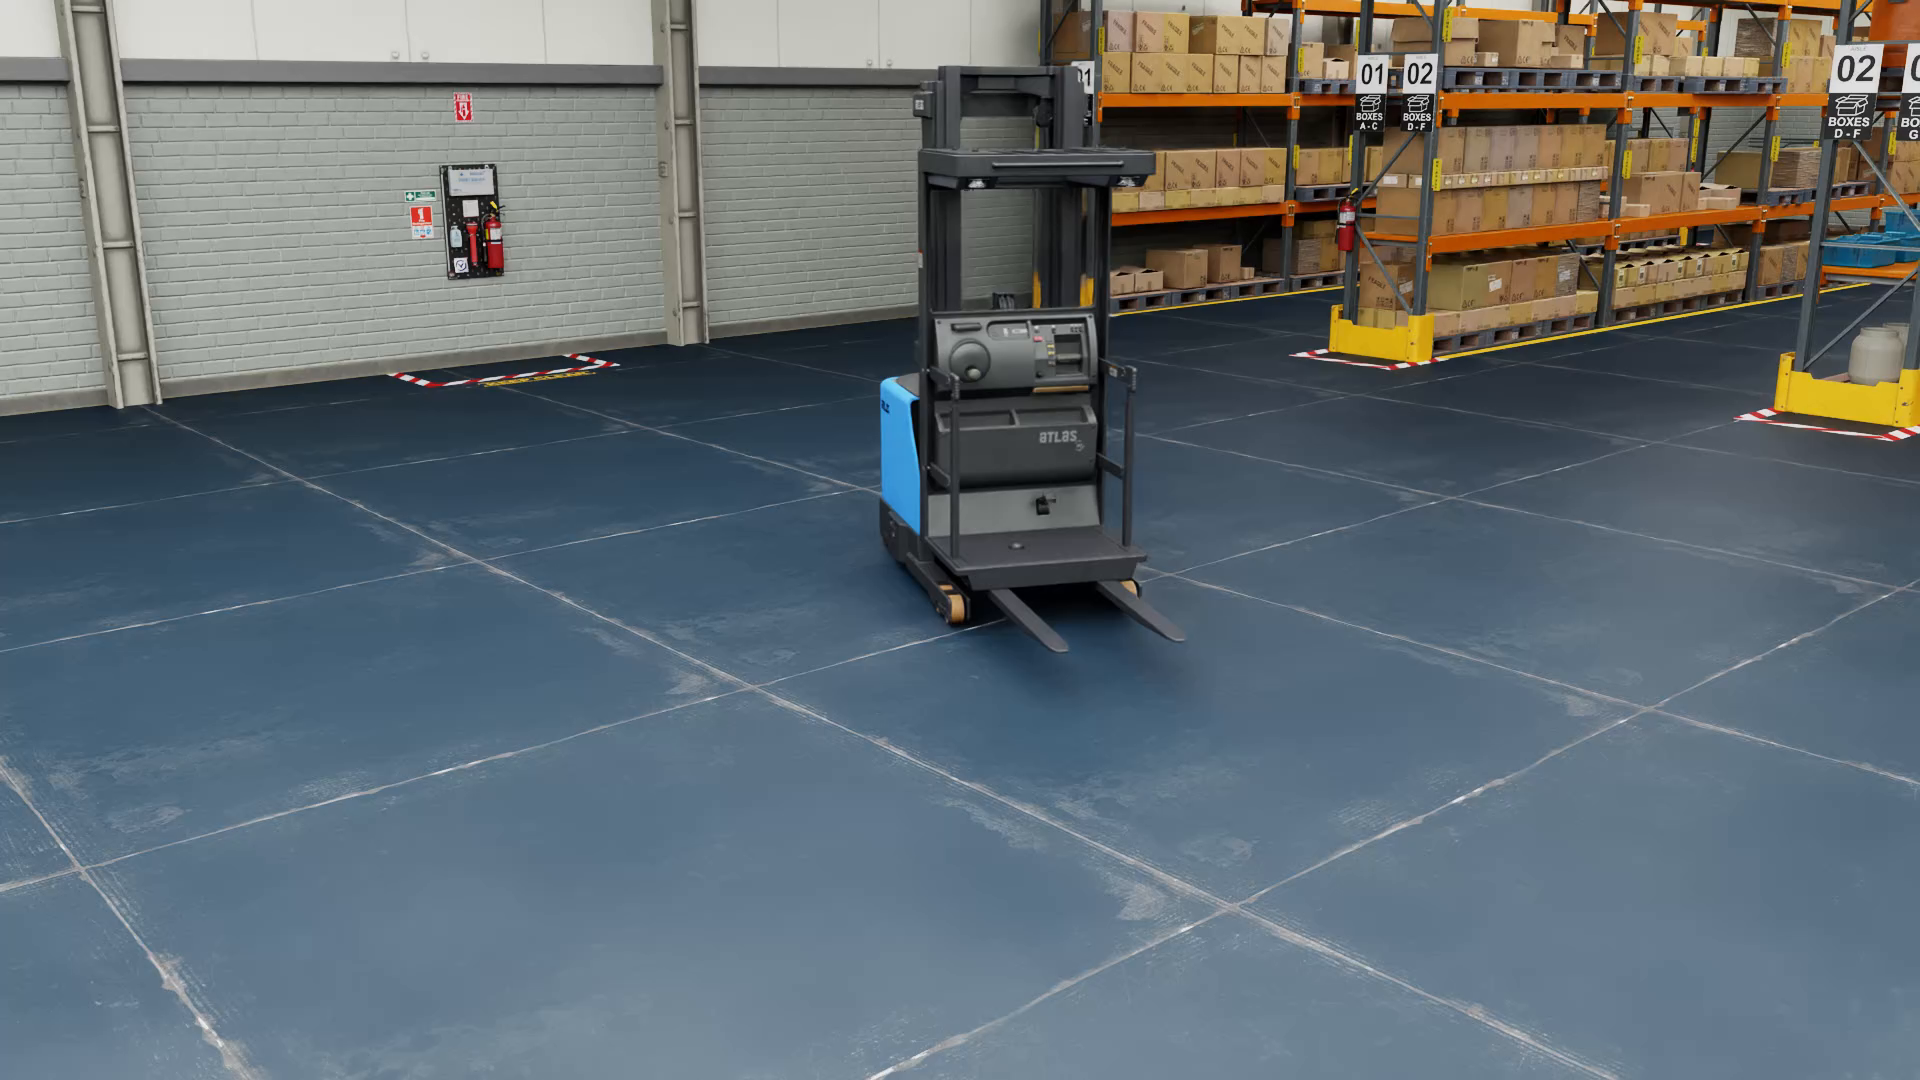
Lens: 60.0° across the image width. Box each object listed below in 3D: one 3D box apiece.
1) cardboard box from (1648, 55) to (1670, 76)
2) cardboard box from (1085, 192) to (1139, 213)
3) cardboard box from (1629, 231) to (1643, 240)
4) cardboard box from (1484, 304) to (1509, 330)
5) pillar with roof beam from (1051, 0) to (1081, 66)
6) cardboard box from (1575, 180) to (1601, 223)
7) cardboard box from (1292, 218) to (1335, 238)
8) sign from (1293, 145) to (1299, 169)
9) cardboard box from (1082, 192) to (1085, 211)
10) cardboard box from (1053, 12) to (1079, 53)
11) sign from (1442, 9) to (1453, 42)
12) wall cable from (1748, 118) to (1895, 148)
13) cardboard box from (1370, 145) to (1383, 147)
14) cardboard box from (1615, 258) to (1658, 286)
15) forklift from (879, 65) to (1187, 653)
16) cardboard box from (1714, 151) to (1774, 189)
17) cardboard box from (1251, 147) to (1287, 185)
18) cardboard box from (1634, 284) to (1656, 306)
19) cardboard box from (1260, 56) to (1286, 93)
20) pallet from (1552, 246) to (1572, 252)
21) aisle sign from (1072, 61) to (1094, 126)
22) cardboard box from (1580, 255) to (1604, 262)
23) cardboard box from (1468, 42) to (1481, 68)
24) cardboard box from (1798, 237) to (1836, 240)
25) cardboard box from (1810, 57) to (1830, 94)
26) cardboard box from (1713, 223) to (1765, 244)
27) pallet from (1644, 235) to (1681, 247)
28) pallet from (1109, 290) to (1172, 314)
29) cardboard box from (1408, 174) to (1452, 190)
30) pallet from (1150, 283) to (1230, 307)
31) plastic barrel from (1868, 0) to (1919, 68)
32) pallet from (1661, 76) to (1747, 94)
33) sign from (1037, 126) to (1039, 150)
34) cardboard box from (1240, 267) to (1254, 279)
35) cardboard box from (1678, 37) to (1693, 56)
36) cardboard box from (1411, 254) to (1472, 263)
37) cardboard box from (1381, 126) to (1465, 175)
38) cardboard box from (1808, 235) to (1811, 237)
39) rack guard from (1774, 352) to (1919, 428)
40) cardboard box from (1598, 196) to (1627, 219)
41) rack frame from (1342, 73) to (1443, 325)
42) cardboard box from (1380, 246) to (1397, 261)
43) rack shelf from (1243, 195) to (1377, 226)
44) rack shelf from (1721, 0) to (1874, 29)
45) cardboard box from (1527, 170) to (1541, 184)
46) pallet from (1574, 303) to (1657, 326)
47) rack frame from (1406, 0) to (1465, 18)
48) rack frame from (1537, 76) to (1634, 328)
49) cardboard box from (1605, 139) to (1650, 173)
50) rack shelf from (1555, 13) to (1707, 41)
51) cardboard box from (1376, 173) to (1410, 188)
[{"bbox_3d":[8.562,-5.954,20.891,0.500,0.250,0.500,14,20,42],"label":"cardboard box"},{"bbox_3d":[1.983,-4.422,21.745,0.500,0.250,0.500,-13,20,-41],"label":"cardboard box"},{"bbox_3d":[12.257,-5.862,30.912,0.500,0.500,0.700,-13,20,-41],"label":"cardboard box"},{"bbox_3d":[5.964,-2.592,19.157,0.500,0.250,0.500,-13,19,-39],"label":"cardboard box"},{"bbox_3d":[4.192,-6.811,18.813,0.400,9.000,9.100,-13,19,-39],"label":"pillar with roof beam"},{"bbox_3d":[7.348,-4.150,20.280,0.500,0.500,0.700,-13,20,-41],"label":"cardboard box"},{"bbox_3d":[5.298,-4.712,25.116,0.500,0.250,0.500,-13,20,-41],"label":"cardboard box"},{"bbox_3d":[4.786,-5.456,23.684,0.005,0.325,0.100,-13,19,-39],"label":"sign"},{"bbox_3d":[1.632,-4.518,22.104,0.500,0.250,0.500,-12,19,-39],"label":"cardboard box"},{"bbox_3d":[1.560,-6.578,21.582,0.500,0.500,0.500,-12,19,-37],"label":"cardboard box"},{"bbox_3d":[5.021,-5.301,17.123,0.005,0.325,0.100,-13,19,-39],"label":"sign"},{"bbox_3d":[17.978,-9.461,34.750,0.112,2.526,3.097,-13,19,-39],"label":"wall cable"},{"bbox_3d":[6.689,-5.899,25.974,0.700,0.500,0.500,14,20,42],"label":"cardboard box"},{"bbox_3d":[8.535,-3.429,21.201,0.500,0.311,0.500,-13,20,-40],"label":"cardboard box"},{"bbox_3d":[0.375,-1.069,9.072,1.130,2.935,3.031,-4,15,-15],"label":"forklift"},{"bbox_3d":[11.097,-5.235,23.530,0.700,0.500,0.500,8,17,28],"label":"cardboard box"},{"bbox_3d":[4.270,-5.301,23.582,0.500,0.500,0.500,-13,20,-39],"label":"cardboard box"},{"bbox_3d":[8.532,-3.159,21.278,0.500,0.250,0.500,-12,19,-38],"label":"cardboard box"},{"bbox_3d":[4.203,-6.515,23.282,0.500,0.500,0.500,-12,19,-38],"label":"cardboard box"},{"bbox_3d":[9.926,-5.004,29.076,1.213,0.211,1.003,-13,19,-39],"label":"pallet"},{"bbox_3d":[1.549,-5.649,21.050,0.004,0.787,0.394,-13,19,-39],"label":"aisle sign"},{"bbox_3d":[8.184,-3.537,21.607,0.500,0.311,0.500,-12,19,-38],"label":"cardboard box"},{"bbox_3d":[5.776,-5.518,18.869,0.500,0.311,0.500,-10,18,-33],"label":"cardboard box"},{"bbox_3d":[12.772,-4.232,24.771,0.500,0.500,0.500,-12,19,-39],"label":"cardboard box"},{"bbox_3d":[11.780,-6.608,23.670,0.500,0.500,0.910,-13,19,-39],"label":"cardboard box"},{"bbox_3d":[11.287,-4.437,24.088,0.500,0.250,0.500,-12,19,-37],"label":"cardboard box"},{"bbox_3d":[12.924,-5.677,31.593,1.213,0.211,1.003,-13,19,-39],"label":"pallet"},{"bbox_3d":[2.100,-3.260,22.547,1.213,0.211,1.003,-13,19,-39],"label":"pallet"},{"bbox_3d":[5.098,-3.887,18.037,0.250,0.149,0.380,-13,20,-40],"label":"cardboard box"},{"bbox_3d":[3.020,-3.466,23.317,1.213,0.211,1.003,-13,19,-39],"label":"pallet"},{"bbox_3d":[8.193,-4.502,14.333,0.708,0.830,0.600,-13,19,-39],"label":"plastic barrel"},{"bbox_3d":[9.401,-5.891,21.546,1.213,0.211,1.003,-12,19,-37],"label":"pallet"},{"bbox_3d":[1.057,-5.288,21.877,0.005,0.325,0.100,-13,19,-39],"label":"sign"},{"bbox_3d":[4.040,-3.889,24.134,0.380,0.166,0.250,13,20,40],"label":"cardboard box"},{"bbox_3d":[13.103,-8.988,30.603,0.500,0.500,0.500,-13,20,-40],"label":"cardboard box"},{"bbox_3d":[5.615,-3.058,19.448,0.500,0.500,0.500,-13,19,-39],"label":"cardboard box"},{"bbox_3d":[5.061,-4.261,18.182,0.500,0.500,0.700,-13,19,-39],"label":"cardboard box"},{"bbox_3d":[12.793,-4.411,25.443,0.500,0.500,0.500,-12,19,-39],"label":"cardboard box"},{"bbox_3d":[7.936,-1.350,14.834,0.348,0.500,1.175,-13,19,-39],"label":"rack guard"},{"bbox_3d":[8.021,-4.197,20.942,0.500,0.250,0.500,-11,19,-36],"label":"cardboard box"},{"bbox_3d":[4.661,-3.500,18.042,0.127,3.000,1.000,-13,19,-39],"label":"rack frame"},{"bbox_3d":[6.467,-4.627,26.253,0.500,0.500,0.700,-13,20,-39],"label":"cardboard box"},{"bbox_3d":[5.932,-5.133,25.548,4.000,0.370,1.077,-13,19,-39],"label":"rack shelf"},{"bbox_3d":[12.205,-7.552,23.754,4.000,0.370,1.077,-13,19,-39],"label":"rack shelf"},{"bbox_3d":[6.457,-4.192,19.179,0.250,0.149,0.380,-12,19,-38],"label":"cardboard box"},{"bbox_3d":[8.209,-2.963,21.434,1.213,0.211,1.003,-13,19,-39],"label":"pallet"},{"bbox_3d":[7.441,-8.718,25.949,0.127,3.000,1.000,-13,19,-39],"label":"rack frame"},{"bbox_3d":[7.678,-4.178,20.579,0.127,3.000,1.000,-13,19,-39],"label":"rack frame"},{"bbox_3d":[11.975,-6.978,30.481,0.700,0.700,0.980,-14,20,-42],"label":"cardboard box"},{"bbox_3d":[11.968,-9.193,29.899,4.000,0.370,1.077,-13,19,-39],"label":"rack shelf"},{"bbox_3d":[4.824,-3.964,18.326,0.250,0.149,0.380,-13,20,-40],"label":"cardboard box"}]
